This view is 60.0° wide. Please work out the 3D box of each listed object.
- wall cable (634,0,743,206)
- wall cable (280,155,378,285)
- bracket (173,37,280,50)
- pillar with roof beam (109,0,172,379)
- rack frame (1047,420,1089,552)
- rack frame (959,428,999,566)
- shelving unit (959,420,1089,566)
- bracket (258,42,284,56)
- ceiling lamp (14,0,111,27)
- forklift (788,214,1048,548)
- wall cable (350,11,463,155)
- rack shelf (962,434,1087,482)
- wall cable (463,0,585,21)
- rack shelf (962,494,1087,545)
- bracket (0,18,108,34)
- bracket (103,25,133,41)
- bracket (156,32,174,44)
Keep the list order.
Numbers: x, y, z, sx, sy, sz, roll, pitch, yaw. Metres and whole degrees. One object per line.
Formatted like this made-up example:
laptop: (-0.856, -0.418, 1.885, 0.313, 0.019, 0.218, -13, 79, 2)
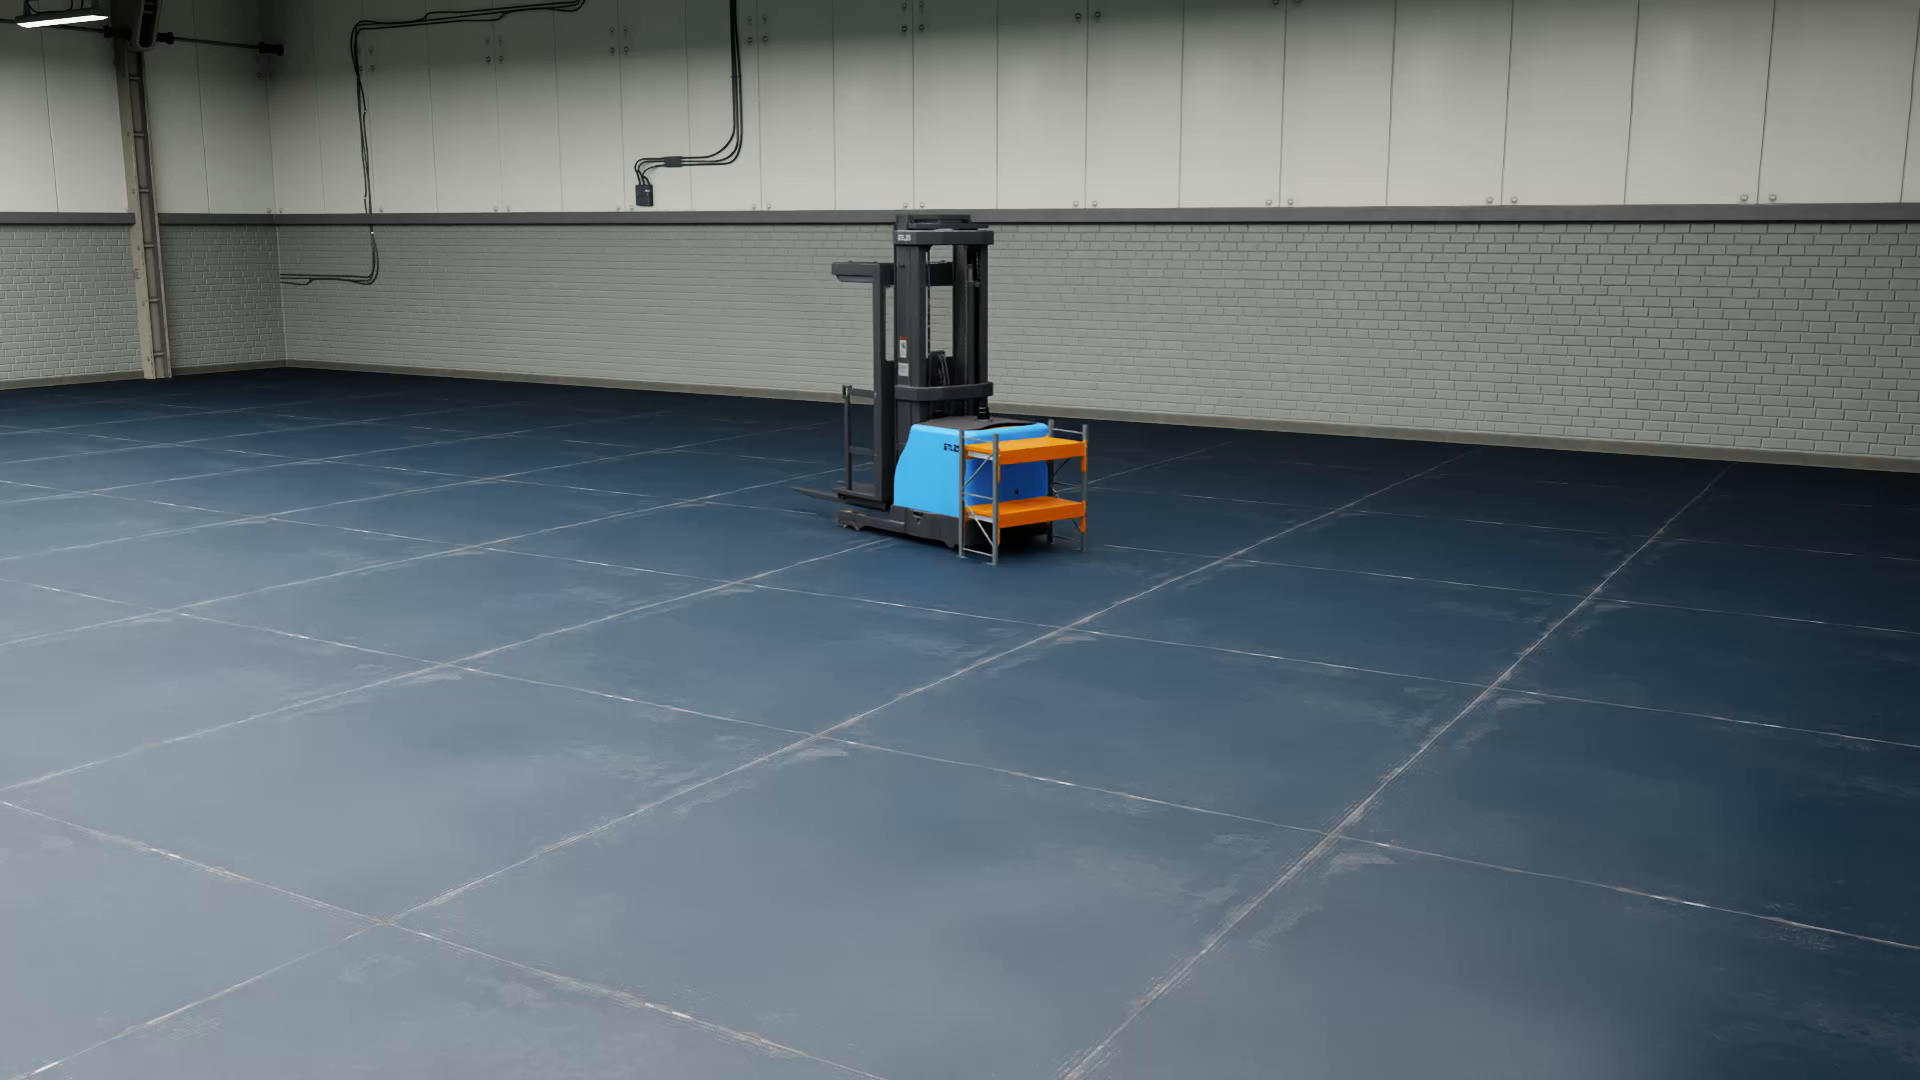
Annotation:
wall cable: (-4.604, -8.631, 27.658, 2.305, 6.003, 0.169, 6, 12, 31)
wall cable: (-12.709, -6.343, 33.114, 3.097, 2.526, 0.112, 6, 12, 31)
bracket: (-13.926, -9.613, 32.360, 0.076, 0.066, 3.189, 6, 12, 31)
pillar with roof beam: (-11.690, -7.121, 28.832, 9.100, 9.000, 0.548, 6, 12, 31)
rack frame: (0.956, -0.486, 14.791, 0.032, 1.125, 0.500, -8, 13, -38)
rack frame: (0.157, -0.370, 14.172, 0.032, 1.125, 0.500, -8, 13, -38)
shelving unit: (0.556, -0.428, 14.481, 1.048, 1.125, 0.538, -8, 13, -38)
bracket: (-13.620, -9.705, 32.856, 0.235, 0.232, 0.430, 6, 12, 31)
ceiling lamp: (-13.316, -9.340, 24.822, 2.000, 3.185, 0.800, 6, 12, 31)
forklift: (-0.513, -1.585, 15.749, 1.130, 2.935, 3.031, -9, 14, -40)
wall cable: (-10.397, -8.567, 31.269, 3.097, 2.526, 0.112, 6, 12, 31)
rack shelf: (0.557, -0.716, 14.427, 1.000, 0.278, 0.538, -8, 13, -38)
wall cable: (-7.752, -10.507, 29.271, 3.097, 2.526, 0.112, 6, 12, 31)
rack shelf: (0.556, -0.188, 14.526, 1.000, 0.278, 0.538, -8, 13, -38)
bracket: (-16.619, -8.797, 28.003, 0.076, 0.066, 4.783, 6, 12, 31)
bracket: (-15.281, -9.202, 30.168, 0.235, 0.232, 0.430, 6, 12, 31)
bracket: (-14.850, -9.333, 30.865, 0.235, 0.232, 0.430, 6, 12, 31)
